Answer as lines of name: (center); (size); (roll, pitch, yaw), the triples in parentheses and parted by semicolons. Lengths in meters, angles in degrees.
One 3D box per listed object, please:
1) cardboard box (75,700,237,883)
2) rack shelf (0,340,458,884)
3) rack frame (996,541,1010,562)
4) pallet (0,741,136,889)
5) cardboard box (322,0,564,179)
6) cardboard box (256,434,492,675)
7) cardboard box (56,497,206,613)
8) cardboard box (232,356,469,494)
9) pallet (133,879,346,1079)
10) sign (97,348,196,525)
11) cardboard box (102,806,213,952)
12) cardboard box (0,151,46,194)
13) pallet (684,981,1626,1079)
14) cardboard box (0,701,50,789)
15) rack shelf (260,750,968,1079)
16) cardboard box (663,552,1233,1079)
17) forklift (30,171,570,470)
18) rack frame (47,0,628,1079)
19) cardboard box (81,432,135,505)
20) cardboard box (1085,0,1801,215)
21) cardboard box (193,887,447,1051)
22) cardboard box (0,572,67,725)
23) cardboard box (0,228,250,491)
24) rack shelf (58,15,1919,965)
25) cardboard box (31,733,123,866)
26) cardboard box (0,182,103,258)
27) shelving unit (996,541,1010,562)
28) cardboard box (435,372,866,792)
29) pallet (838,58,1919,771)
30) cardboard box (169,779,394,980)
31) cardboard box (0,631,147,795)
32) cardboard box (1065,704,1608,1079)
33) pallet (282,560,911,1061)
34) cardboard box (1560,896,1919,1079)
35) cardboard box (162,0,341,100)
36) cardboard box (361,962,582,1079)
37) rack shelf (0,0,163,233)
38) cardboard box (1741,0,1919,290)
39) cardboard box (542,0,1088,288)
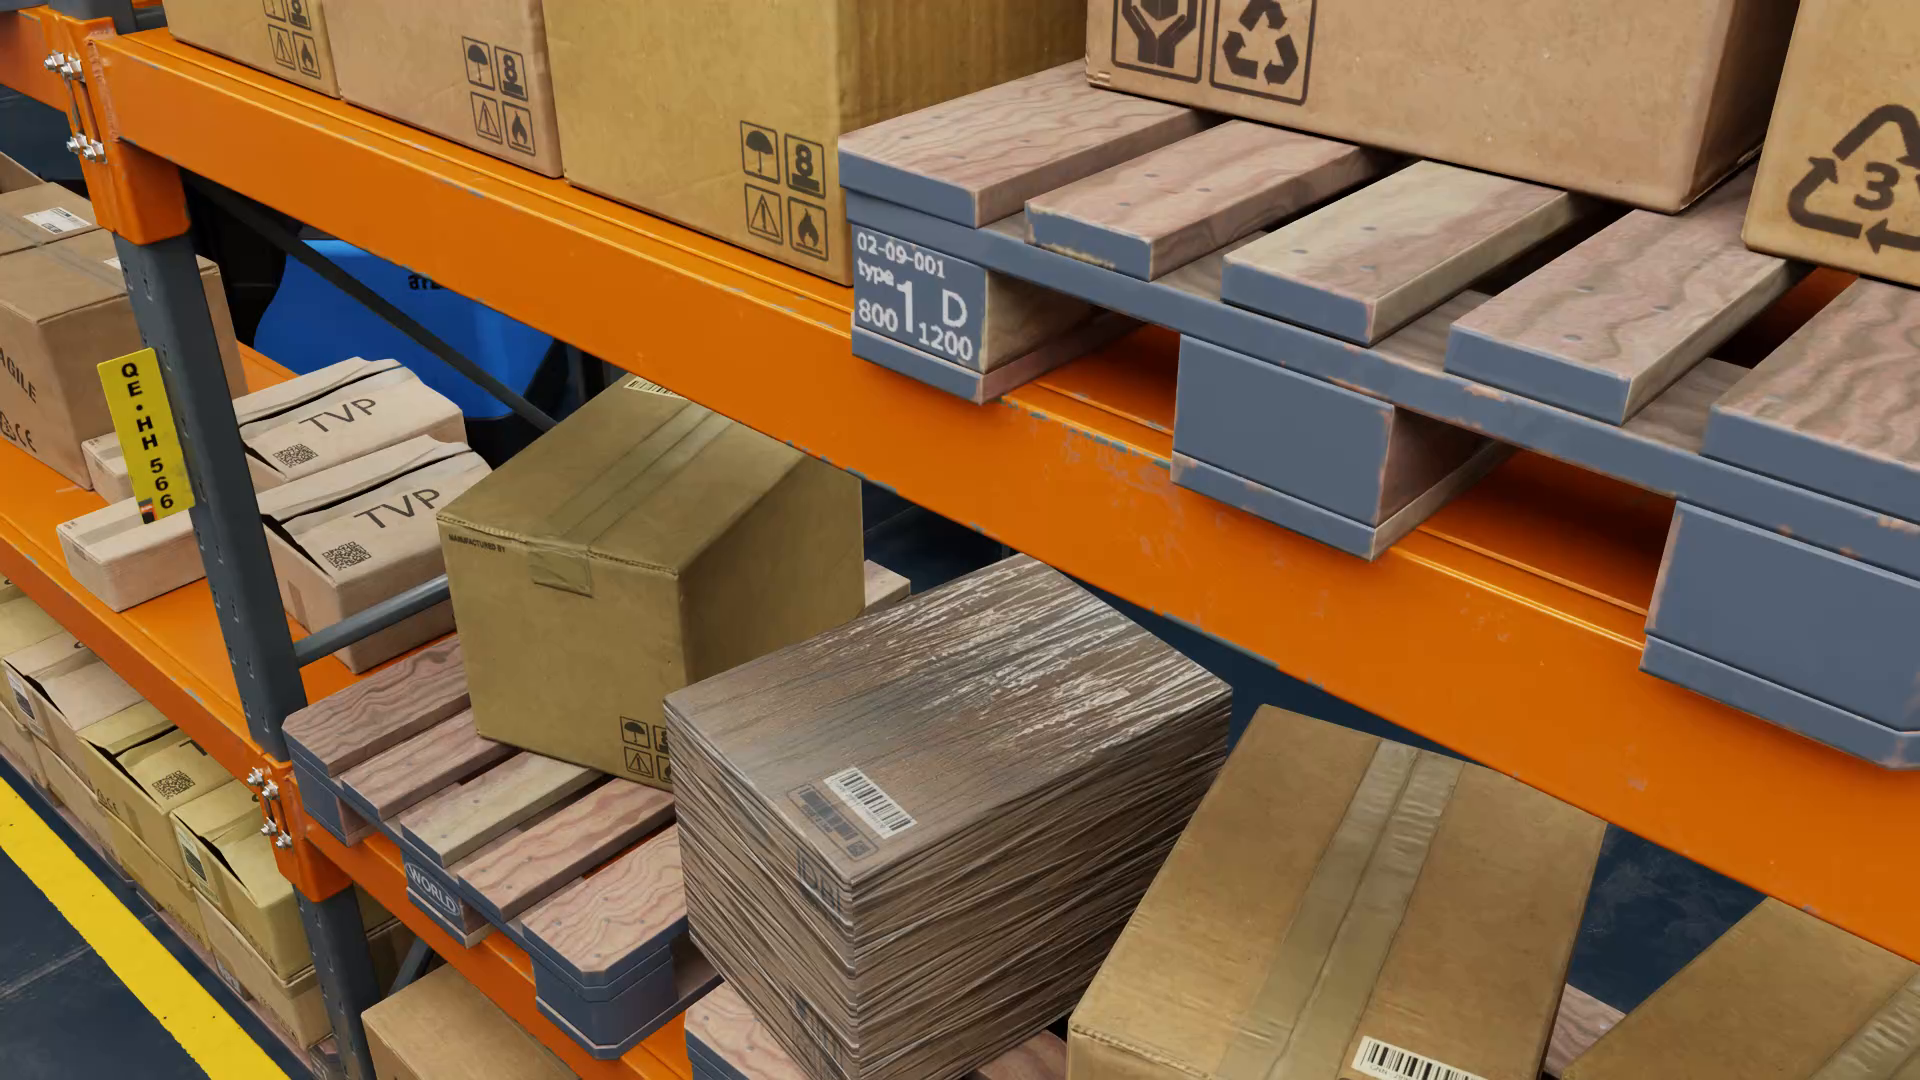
cardboard box: (-2.052, 0.590, 4.577); (0.500, 0.311, 0.500); (24, 39, 34)
rack shelf: (-2.591, -0.288, 5.017); (4.000, 0.370, 1.077); (25, 39, 35)
rack frame: (0.314, -0.496, 6.120); (0.032, 1.500, 0.500); (25, 39, 35)
pallet: (-2.593, 0.569, 5.600); (1.213, 0.211, 1.003); (25, 39, 35)
cardboard box: (-0.384, -0.917, 2.359); (0.500, 0.500, 0.910); (25, 39, 35)
cardboard box: (-1.349, -0.008, 3.941); (0.500, 0.311, 0.500); (-27, 40, -37)
cardboard box: (-1.960, -0.002, 4.088); (0.250, 0.149, 0.380); (25, 39, 35)
cardboard box: (-1.641, -0.249, 4.342); (0.500, 0.311, 0.500); (25, 39, 35)
pallet: (-1.692, 0.991, 4.899); (1.213, 0.211, 1.003); (25, 39, 35)
sign: (-1.478, -0.186, 3.028); (0.005, 0.325, 0.100); (25, 39, 35)
cardboard box: (-2.047, 0.829, 4.724); (0.500, 0.250, 0.500); (25, 39, 35)
cardboard box: (-3.125, -0.876, 5.201); (0.500, 0.500, 0.500); (-26, 40, -36)
pallet: (0.337, 0.850, 2.616); (1.213, 0.211, 1.003); (25, 39, 35)
cardboard box: (-2.801, 0.477, 5.309); (0.500, 0.250, 0.500); (26, 40, 36)
rack shelf: (0.375, 1.097, 2.717); (4.000, 0.370, 1.077); (25, 39, 35)
cardboard box: (-0.016, 0.438, 2.610); (0.700, 0.500, 0.500); (-21, 37, -31)
forklift: (-3.384, -1.781, 6.866); (3.031, 2.935, 1.130); (1, 31, 1)
rack frame: (-1.108, 0.096, 3.682); (0.127, 3.000, 1.000); (25, 39, 35)
cardboard box: (-2.092, -0.216, 4.444); (0.380, 0.149, 0.250); (-26, 40, -36)
cardboard box: (0.543, -0.733, 1.550); (0.600, 0.600, 0.600); (23, 38, 33)
cardboard box: (-1.662, 1.006, 4.430); (0.500, 0.250, 0.500); (26, 40, 36)
cardboard box: (-2.794, 0.240, 5.159); (0.500, 0.311, 0.500); (26, 40, 36)
cardboard box: (-2.363, -0.521, 4.610); (0.500, 0.500, 0.500); (23, 38, 33)
rack shelf: (0.375, -0.188, 1.944); (4.000, 0.370, 1.077); (25, 39, 35)
cardboard box: (-2.417, 0.653, 5.015); (0.500, 0.250, 0.500); (26, 40, 36)
cardboard box: (-2.754, -0.703, 4.913); (0.500, 0.500, 0.500); (25, 39, 35)
shelving unit: (-0.063, -0.672, 6.412); (1.048, 1.500, 0.538); (25, 39, 35)
cardboard box: (-0.566, 0.048, 3.257); (0.500, 0.500, 0.700); (12, 33, 19)
pallet: (0.650, -0.334, 1.671); (1.003, 0.211, 1.213); (25, 39, 35)
cardboard box: (-1.662, 0.767, 4.282); (0.500, 0.311, 0.500); (26, 40, 36)
cardboard box: (-2.424, 0.414, 4.869); (0.500, 0.311, 0.500); (25, 39, 35)
cardboard box: (0.506, 0.670, 2.224); (0.500, 0.500, 0.700); (15, 34, 23)
pallet: (-0.559, 0.386, 3.386); (1.003, 0.211, 1.213); (25, 39, 35)
cardboard box: (1.104, 0.795, 2.017); (0.700, 0.500, 0.500); (-22, 38, -32)
cardboard box: (-0.762, -1.093, 2.653); (0.500, 0.500, 0.910); (25, 39, 35)
cardboard box: (-0.963, 1.246, 3.770); (0.500, 0.500, 0.500); (27, 40, 37)
rack shelf: (-2.591, -1.573, 4.243); (4.000, 0.370, 1.077); (25, 39, 35)
cardboard box: (1.023, -0.495, 1.155); (0.600, 0.600, 0.600); (25, 39, 35)
cardboard box: (0.001, -0.737, 2.061); (0.500, 0.500, 0.910); (25, 39, 35)
